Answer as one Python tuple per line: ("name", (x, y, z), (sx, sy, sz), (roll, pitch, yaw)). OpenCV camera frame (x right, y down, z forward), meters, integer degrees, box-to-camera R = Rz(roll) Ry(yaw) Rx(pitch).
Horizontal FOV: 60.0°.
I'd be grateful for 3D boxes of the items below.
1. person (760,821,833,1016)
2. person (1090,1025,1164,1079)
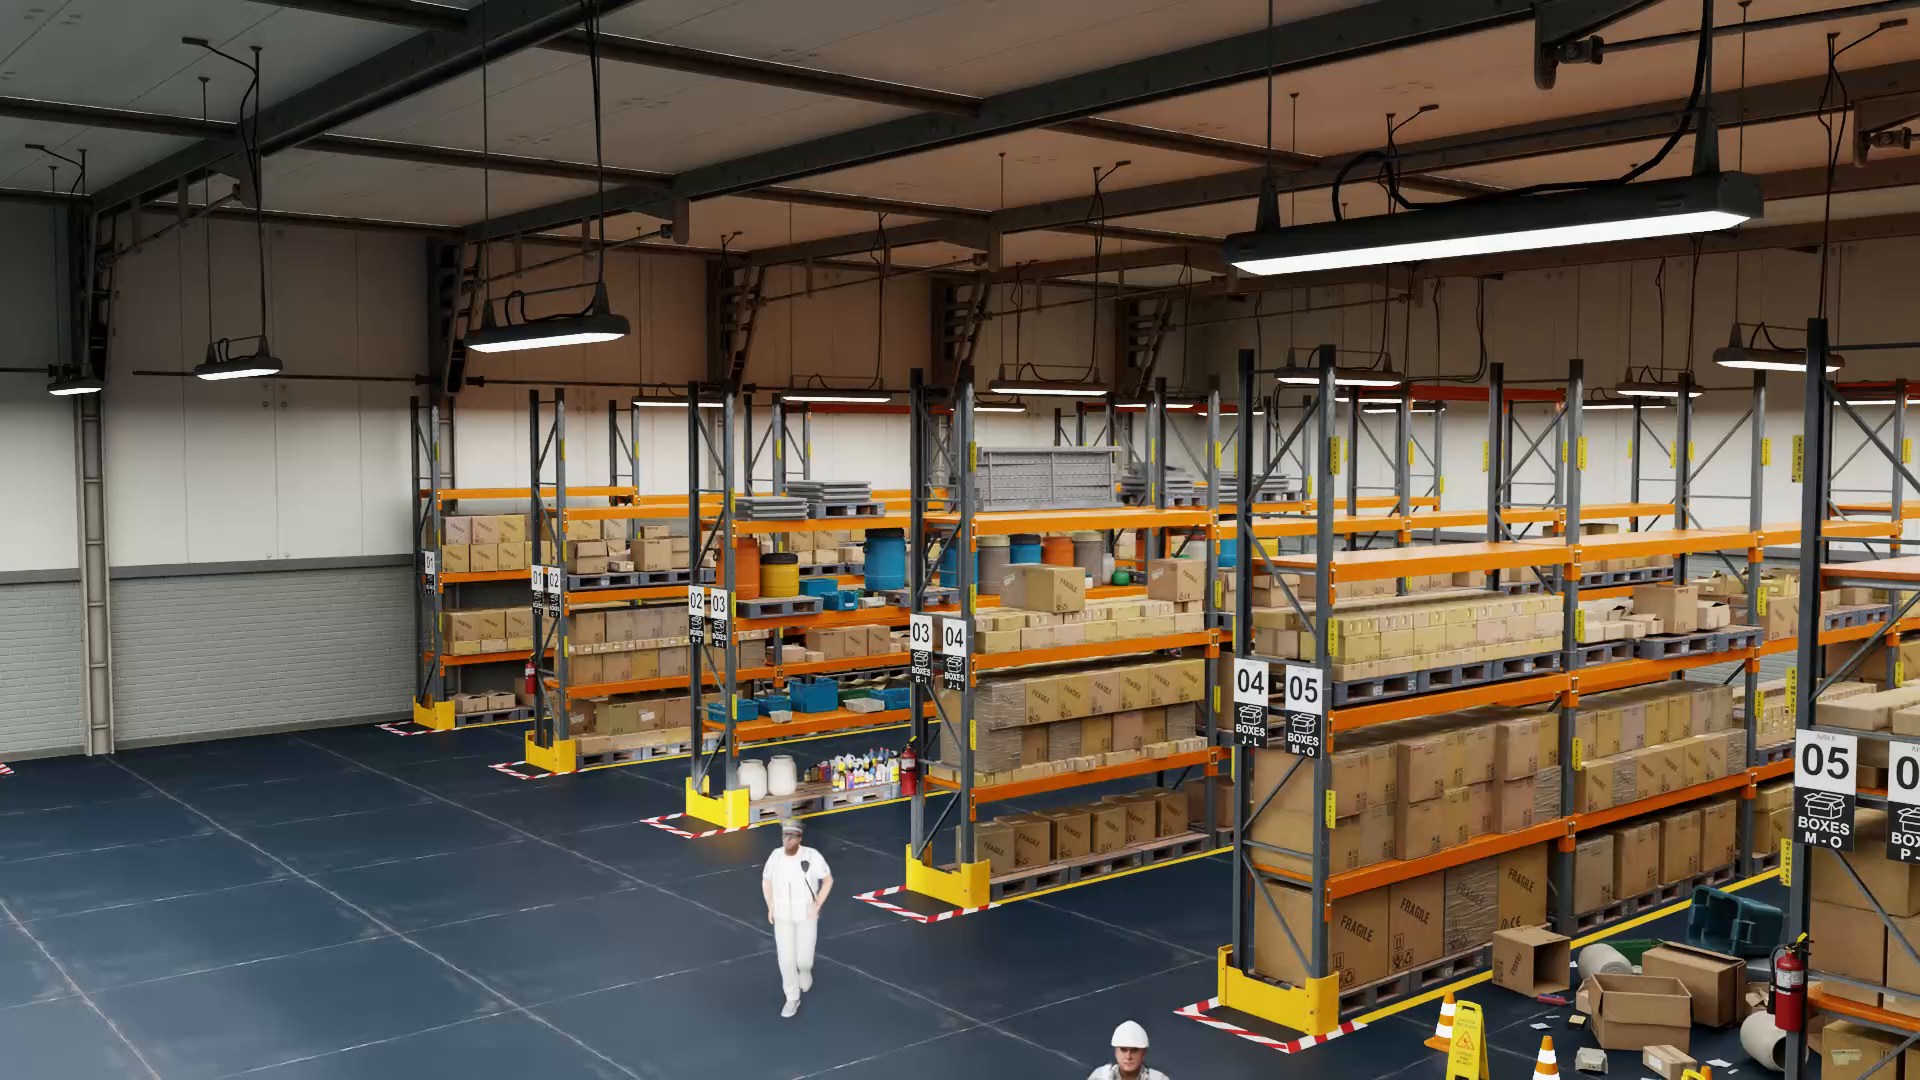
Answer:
("person", (-1.498, 3.407, 15.124), (0.662, 1.755, 0.561), (0, 3, 5))
("person", (0.998, 3.714, 9.778), (0.673, 1.766, 0.774), (1, 3, 9))
